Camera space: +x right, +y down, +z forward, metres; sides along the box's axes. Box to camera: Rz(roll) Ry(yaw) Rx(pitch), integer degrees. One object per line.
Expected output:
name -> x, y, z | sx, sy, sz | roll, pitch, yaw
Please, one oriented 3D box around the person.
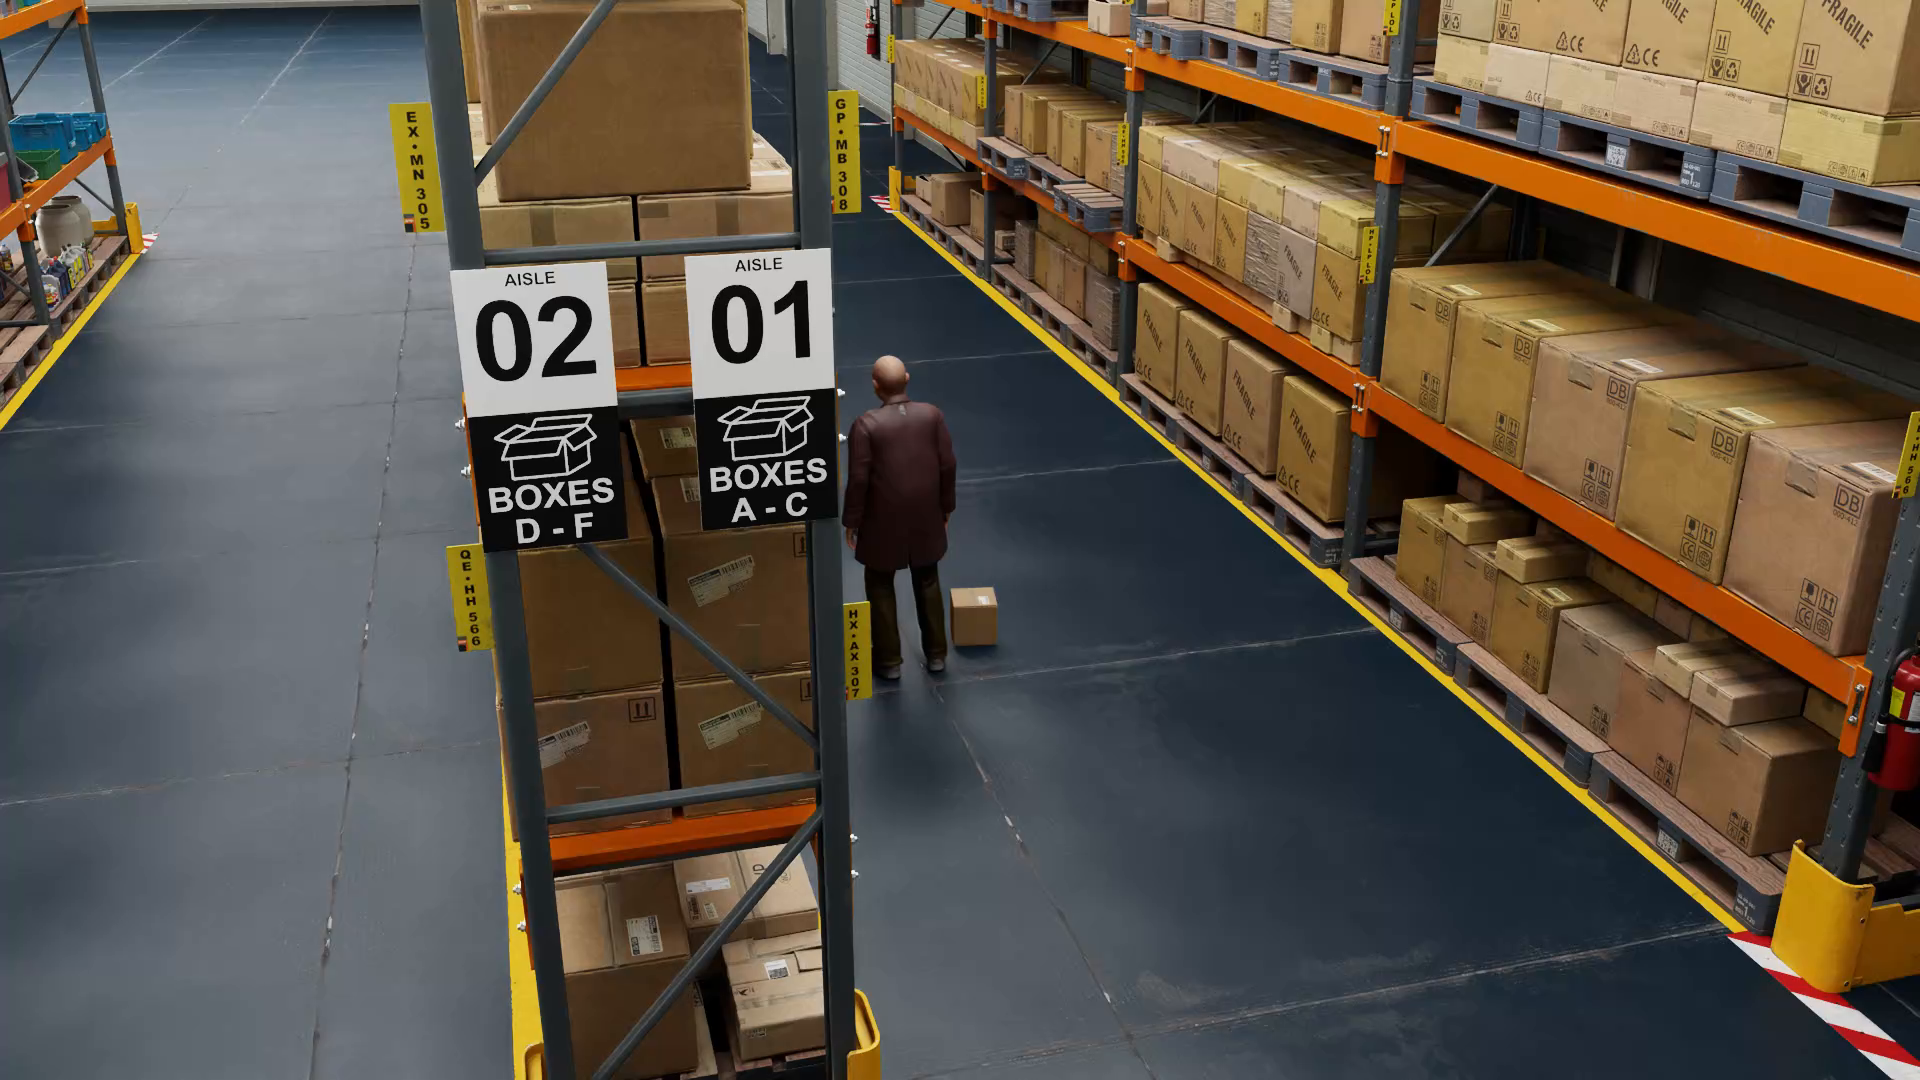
person -> -0.328, -0.034, 8.935 | 0.649, 1.590, 0.433 | -9, 24, -20
